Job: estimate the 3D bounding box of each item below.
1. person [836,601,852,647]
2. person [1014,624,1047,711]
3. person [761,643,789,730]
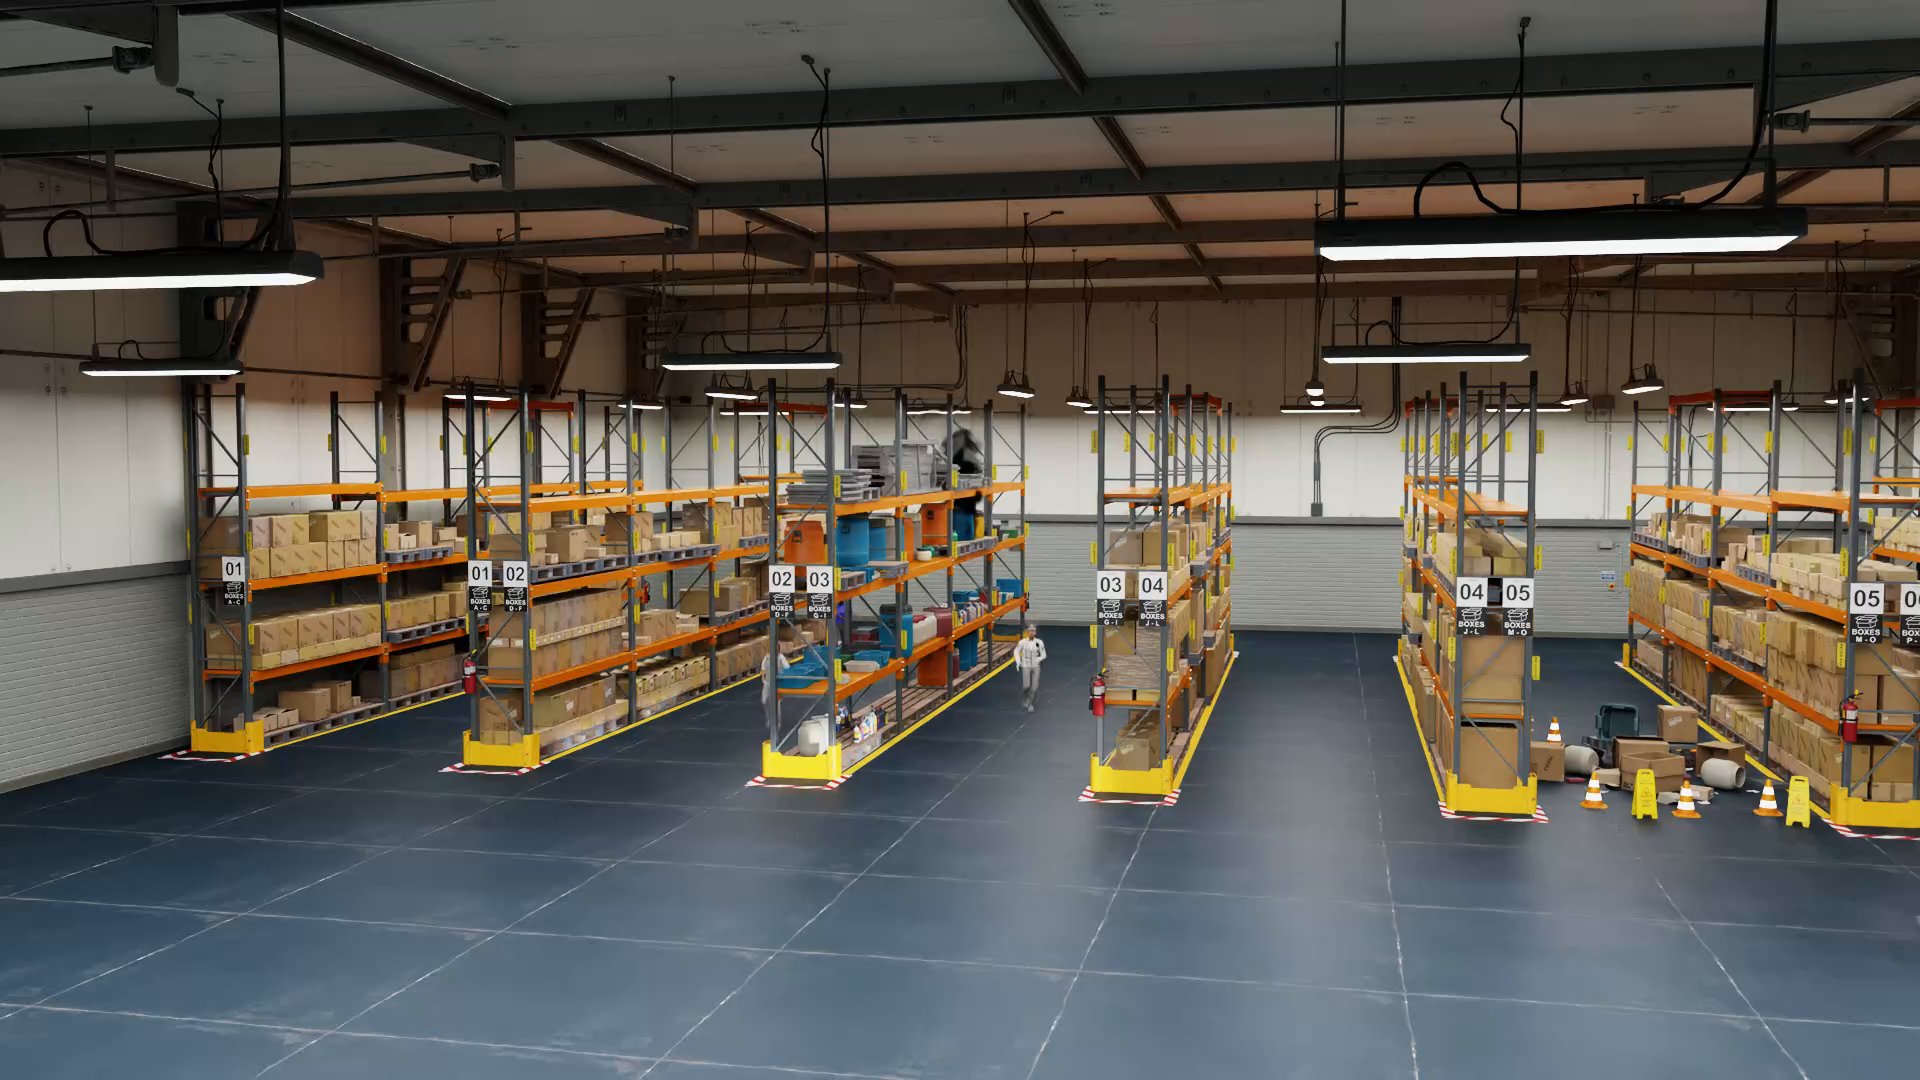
[{"bbox_3d":[-2.708,2.034,37.444,0.538,1.717,0.781,0,3,3],"label":"person"},{"bbox_3d":[1.323,2.391,31.066,0.599,1.657,0.562,0,3,-2],"label":"person"},{"bbox_3d":[-3.250,2.545,29.048,0.593,1.570,0.557,1,3,17],"label":"person"}]
